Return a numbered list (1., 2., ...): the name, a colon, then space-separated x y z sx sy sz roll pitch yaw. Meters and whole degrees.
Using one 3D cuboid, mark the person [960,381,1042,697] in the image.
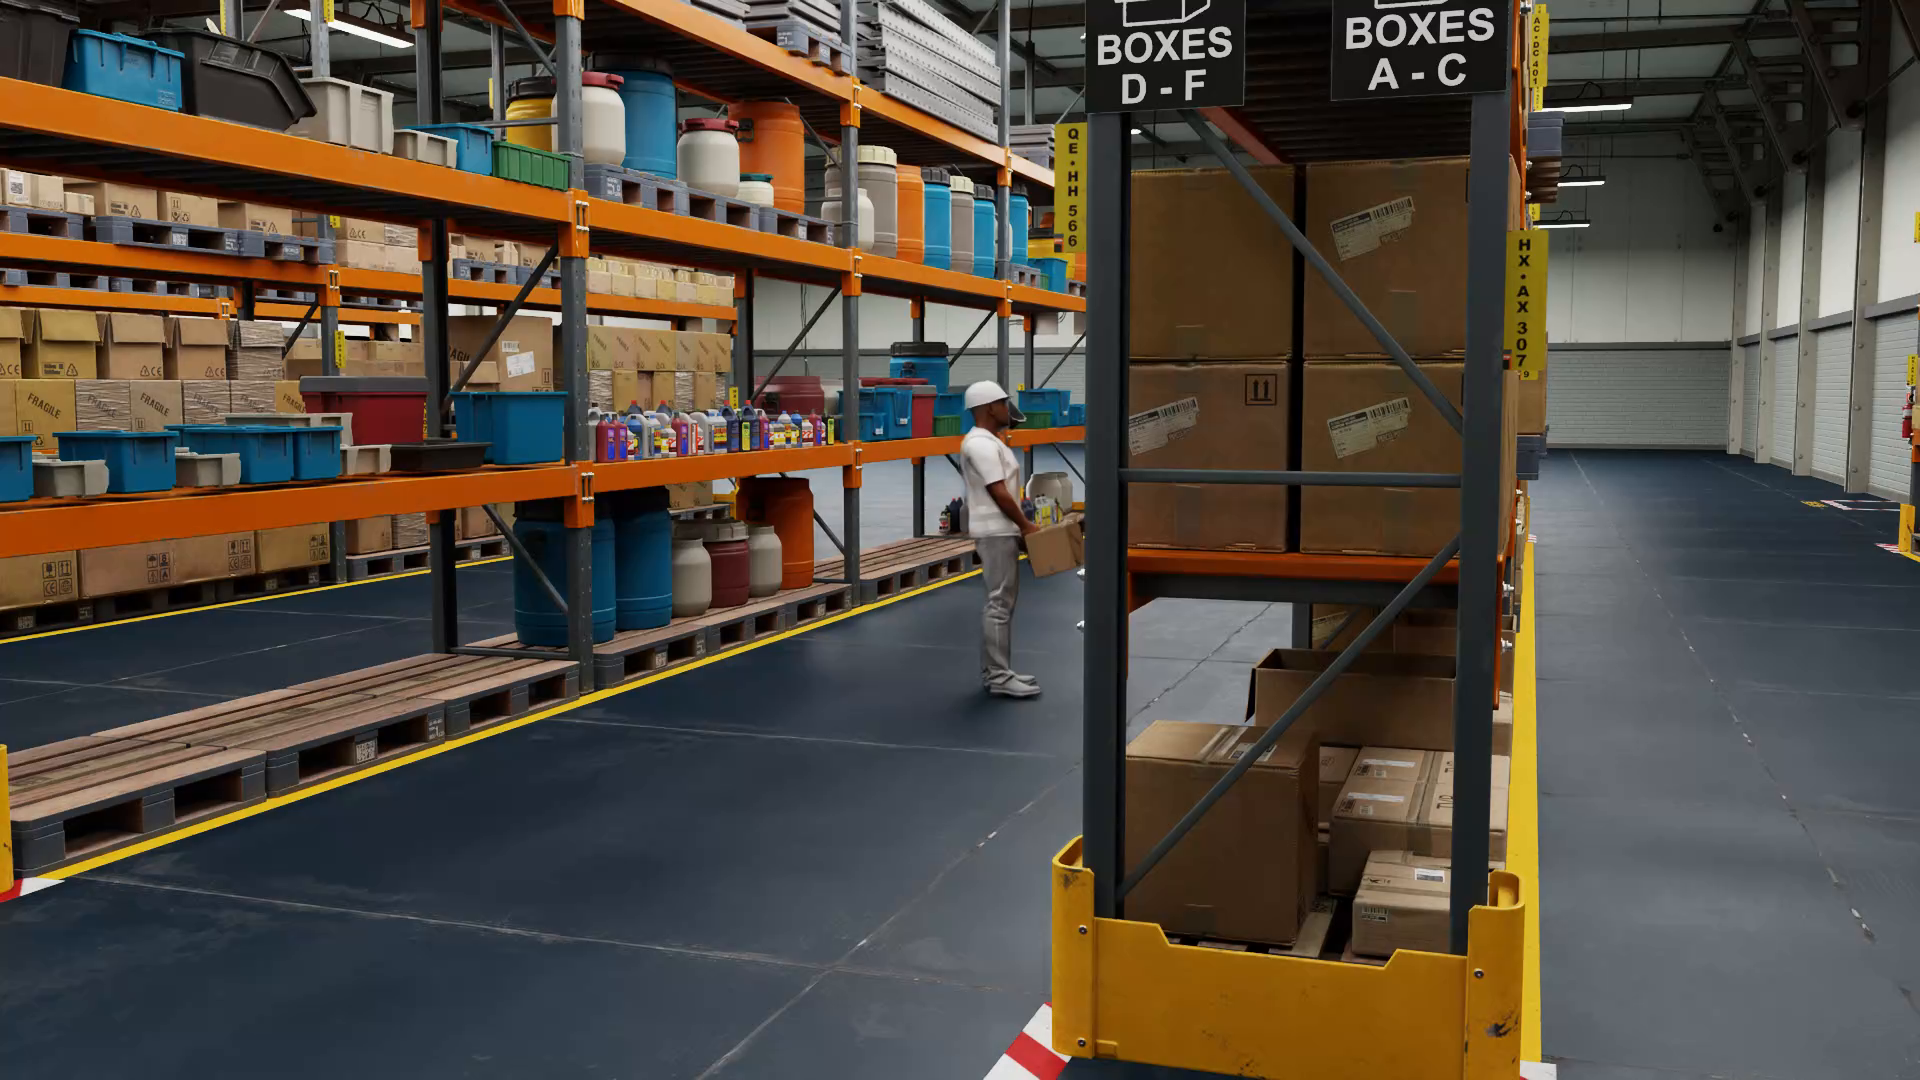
1. person: 0.253 -0.021 9.521 0.493 1.773 0.583 0 5 3
